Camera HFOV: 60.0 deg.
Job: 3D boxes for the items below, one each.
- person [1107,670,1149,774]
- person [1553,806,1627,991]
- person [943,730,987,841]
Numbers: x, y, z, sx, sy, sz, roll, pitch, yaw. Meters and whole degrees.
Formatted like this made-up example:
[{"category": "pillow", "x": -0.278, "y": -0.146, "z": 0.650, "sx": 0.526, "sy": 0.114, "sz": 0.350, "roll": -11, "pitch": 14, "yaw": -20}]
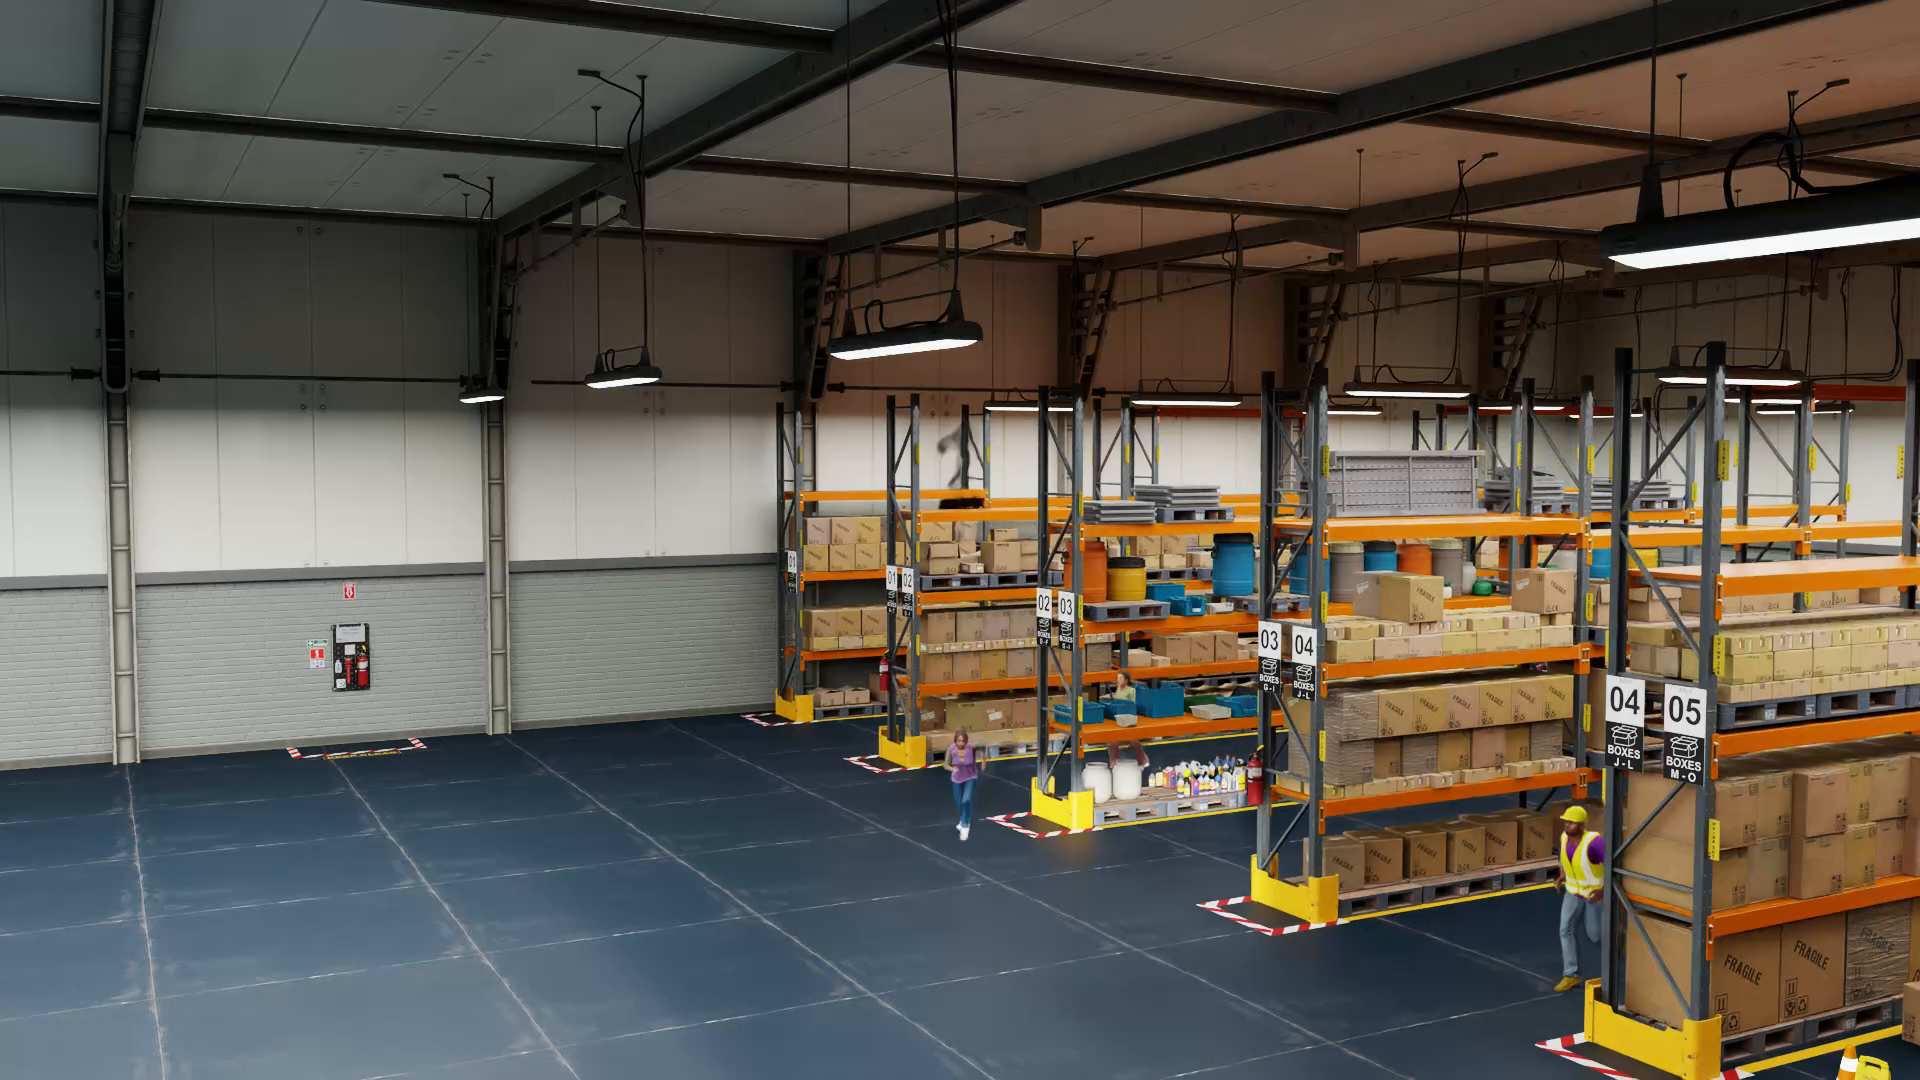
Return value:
[{"category": "person", "x": 2.638, "y": 2.874, "z": 25.987, "sx": 0.851, "sy": 1.703, "sz": 0.499, "roll": -3, "pitch": 5, "yaw": -45}, {"category": "person", "x": 6.061, "y": 3.413, "z": 16.015, "sx": 0.990, "sy": 1.752, "sz": 0.700, "roll": -2, "pitch": 4, "yaw": -33}, {"category": "person", "x": 0.073, "y": 3.198, "z": 21.851, "sx": 0.573, "sy": 1.505, "sz": 0.896, "roll": 0, "pitch": 3, "yaw": 6}]
